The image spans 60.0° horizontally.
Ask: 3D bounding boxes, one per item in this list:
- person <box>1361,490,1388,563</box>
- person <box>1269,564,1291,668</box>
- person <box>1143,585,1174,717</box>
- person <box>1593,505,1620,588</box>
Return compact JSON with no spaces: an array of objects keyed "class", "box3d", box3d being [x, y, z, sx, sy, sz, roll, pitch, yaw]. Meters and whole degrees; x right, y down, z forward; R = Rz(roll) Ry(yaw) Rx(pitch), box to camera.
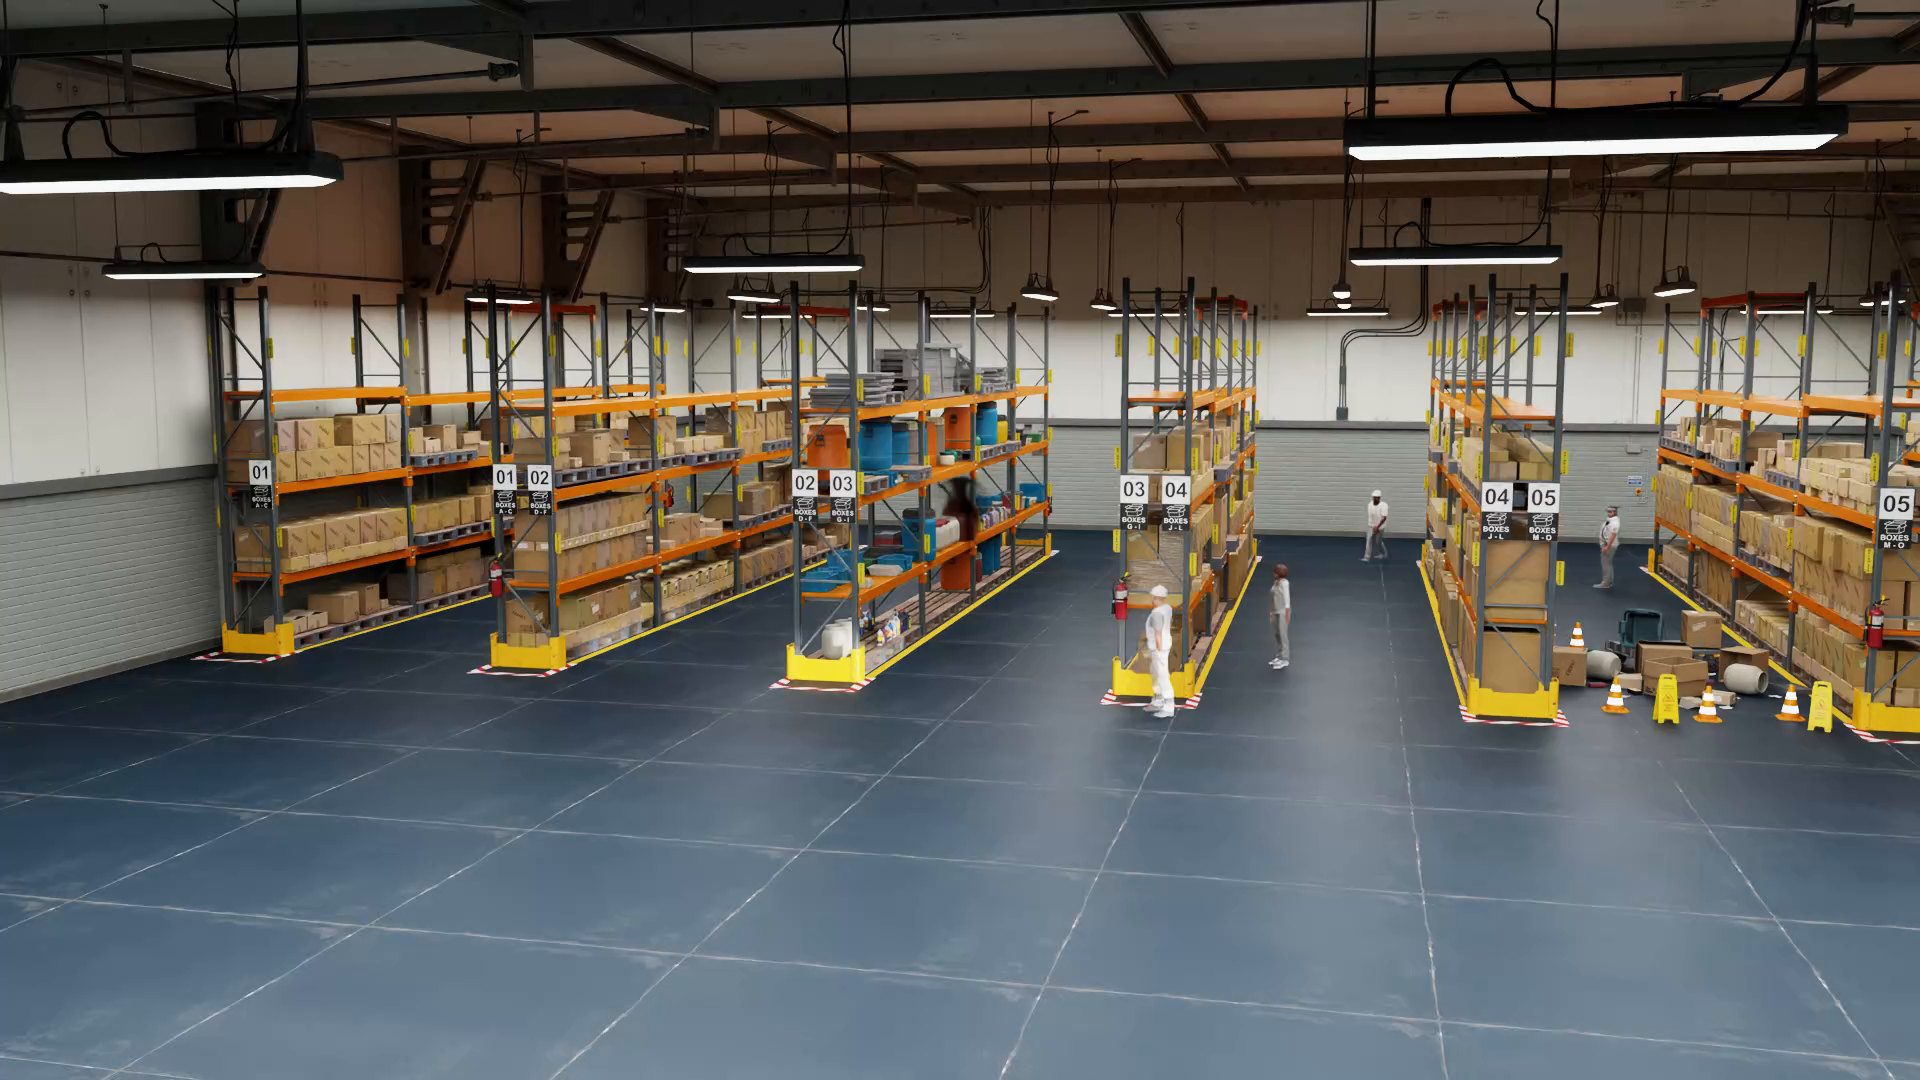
[{"class":"person","box3d":[9.761,-0.322,38.934,1.010,1.708,0.617,-6,9,-43]},{"class":"person","box3d":[5.043,1.190,26.305,0.397,1.606,0.500,-2,7,-20]},{"class":"person","box3d":[2.714,1.498,22.717,0.428,1.802,0.755,1,7,8]},{"class":"person","box3d":[13.544,0.163,34.773,0.487,1.809,0.593,4,8,29]}]
